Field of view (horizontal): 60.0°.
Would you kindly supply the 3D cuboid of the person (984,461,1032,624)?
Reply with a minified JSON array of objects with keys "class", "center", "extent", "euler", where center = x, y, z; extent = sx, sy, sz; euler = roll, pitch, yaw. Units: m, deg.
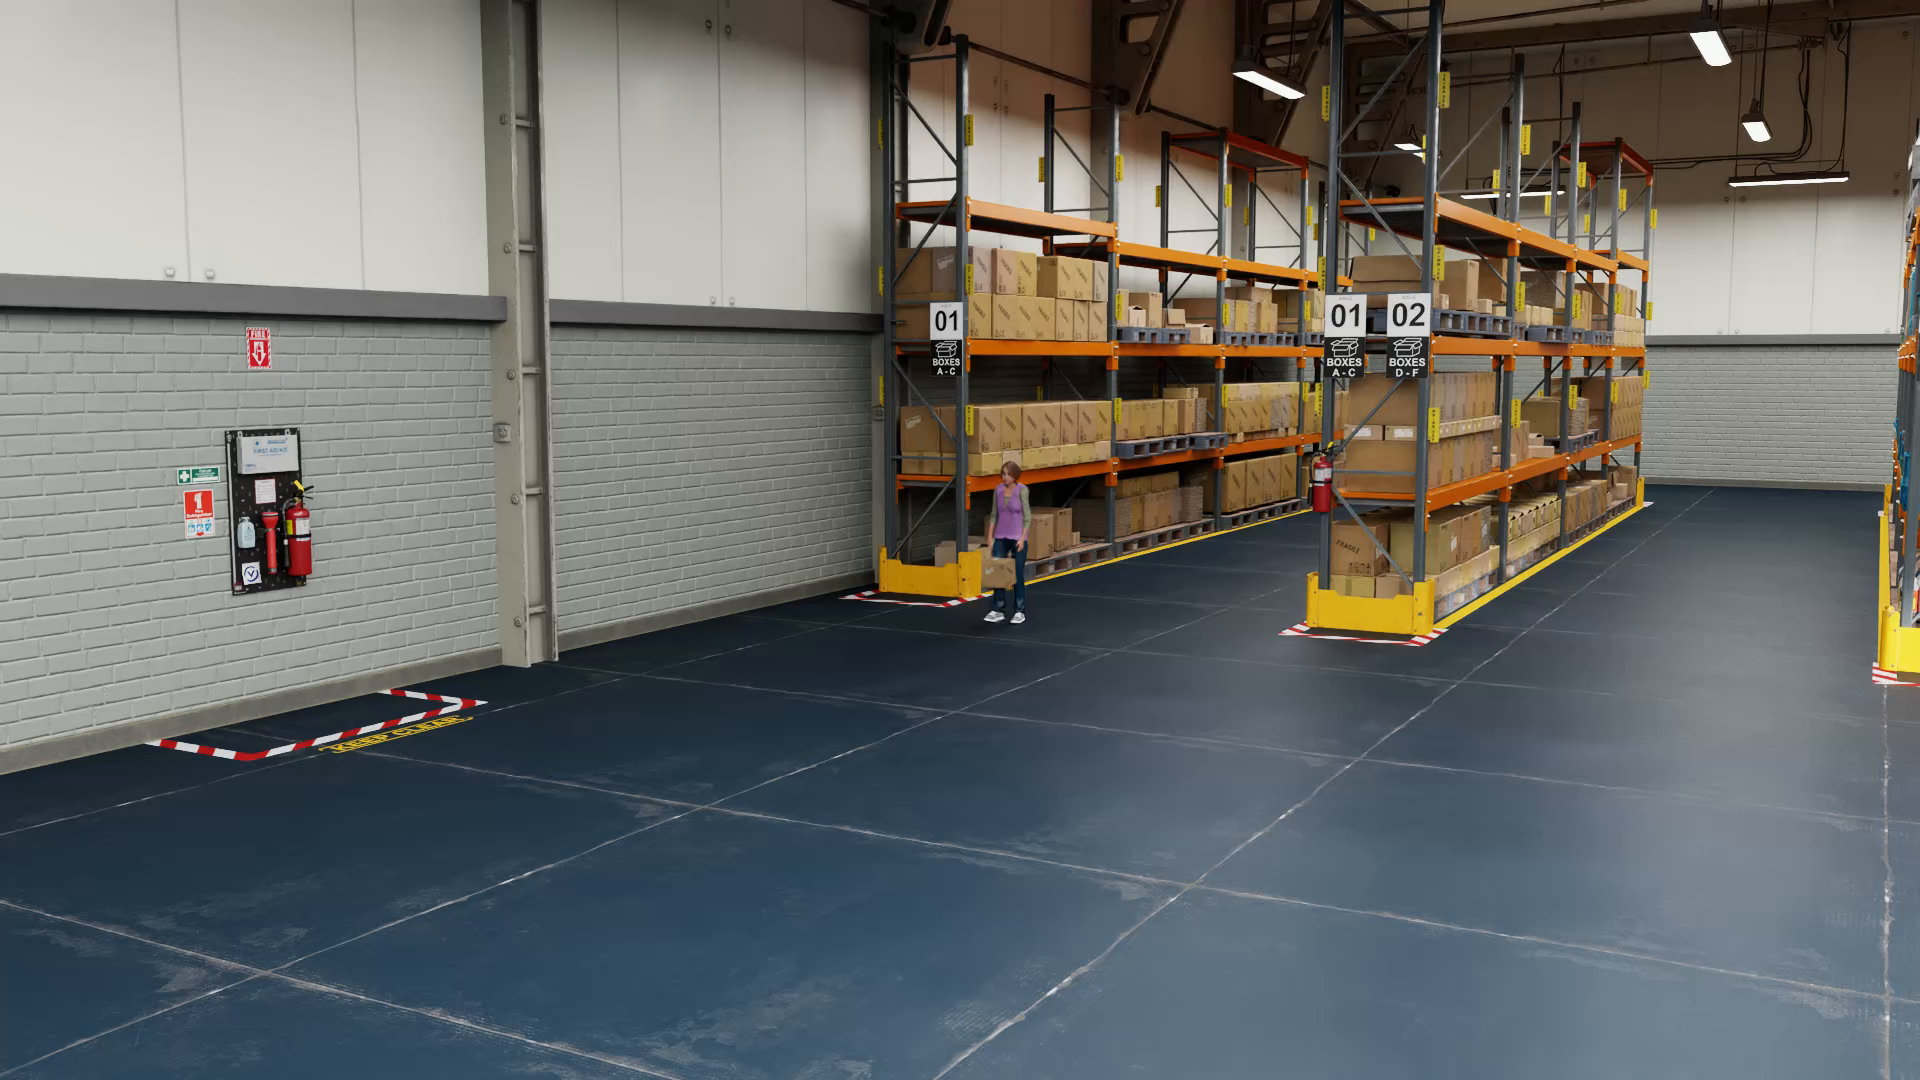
[{"class":"person","center":[0.494,0.014,16.406],"extent":[0.450,1.599,0.336],"euler":[3,7,27]}]
